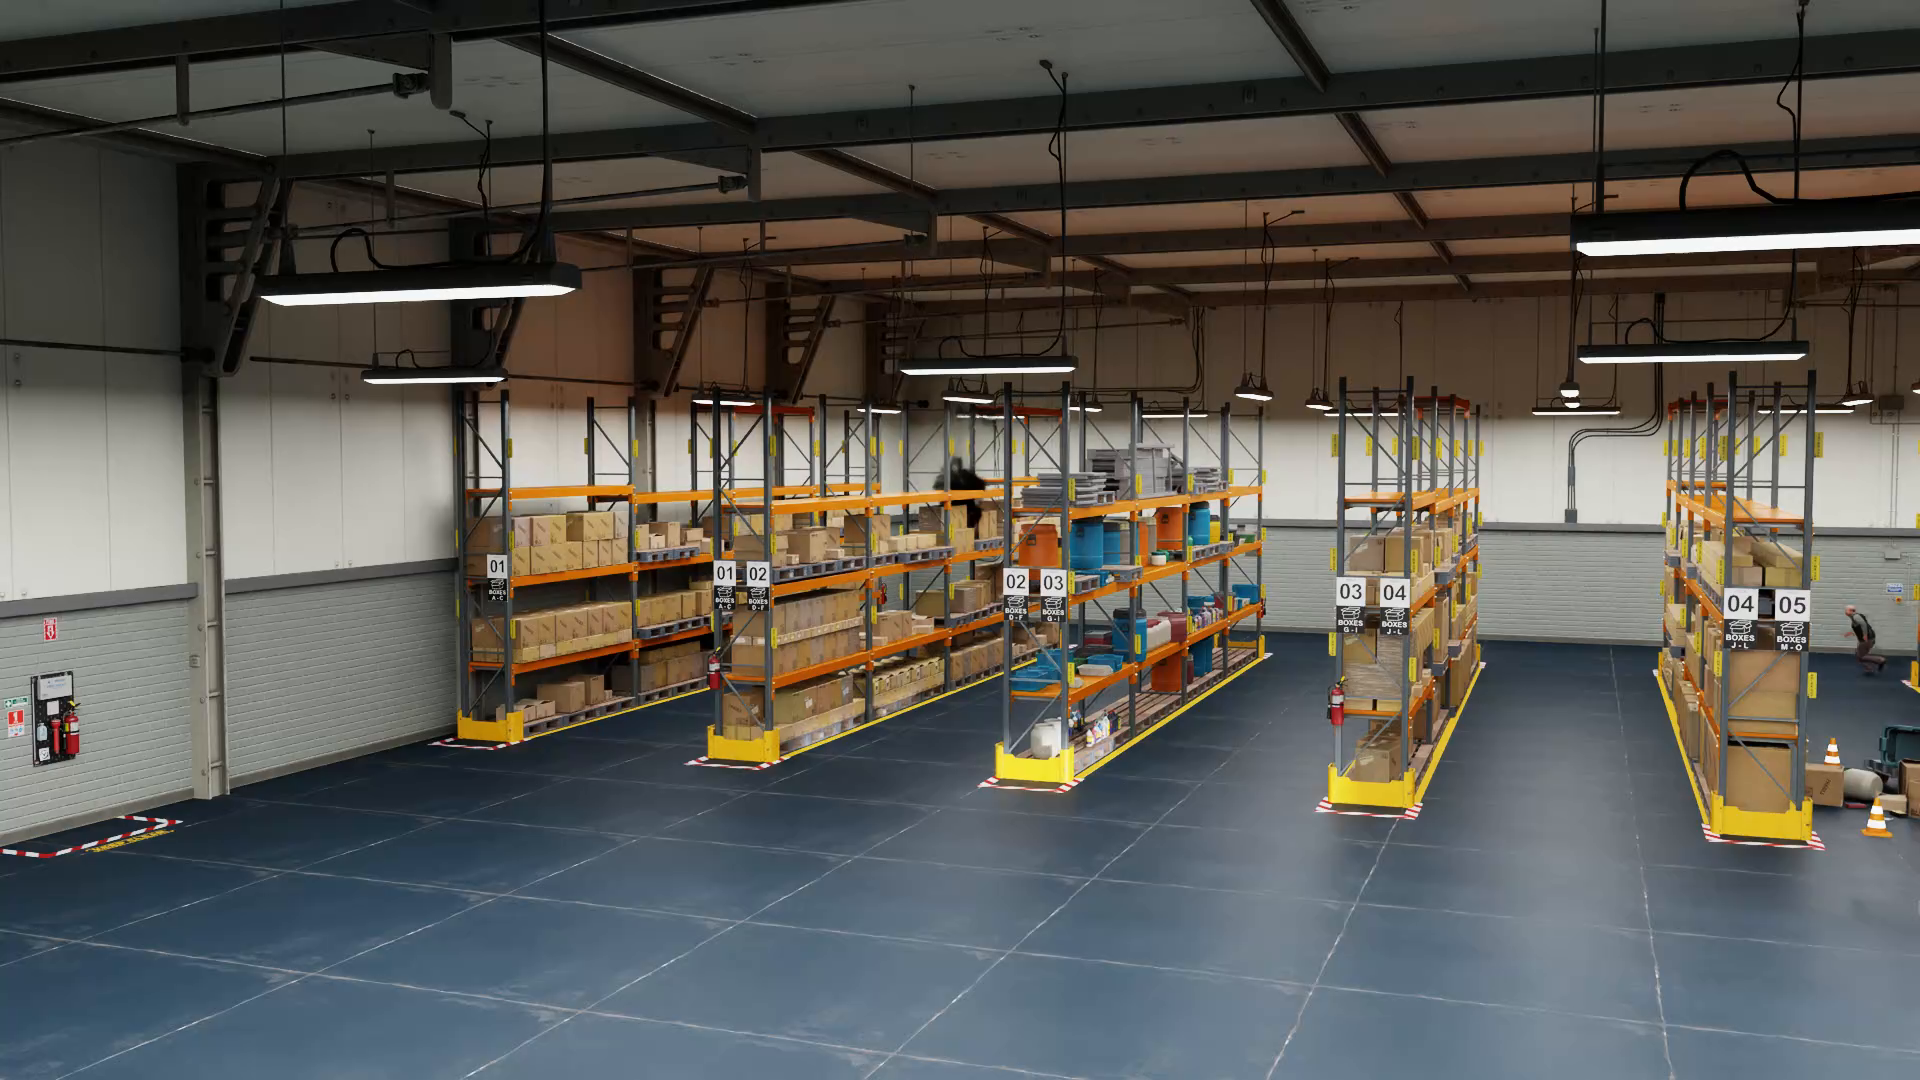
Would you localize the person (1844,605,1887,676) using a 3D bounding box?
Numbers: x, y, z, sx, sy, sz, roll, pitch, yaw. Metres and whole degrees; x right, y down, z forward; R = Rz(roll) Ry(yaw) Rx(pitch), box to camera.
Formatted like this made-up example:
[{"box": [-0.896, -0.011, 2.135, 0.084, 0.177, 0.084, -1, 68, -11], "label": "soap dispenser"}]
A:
[{"box": [19.892, 2.227, 36.539, 0.867, 1.572, 0.675, 2, 4, 33], "label": "person"}]
